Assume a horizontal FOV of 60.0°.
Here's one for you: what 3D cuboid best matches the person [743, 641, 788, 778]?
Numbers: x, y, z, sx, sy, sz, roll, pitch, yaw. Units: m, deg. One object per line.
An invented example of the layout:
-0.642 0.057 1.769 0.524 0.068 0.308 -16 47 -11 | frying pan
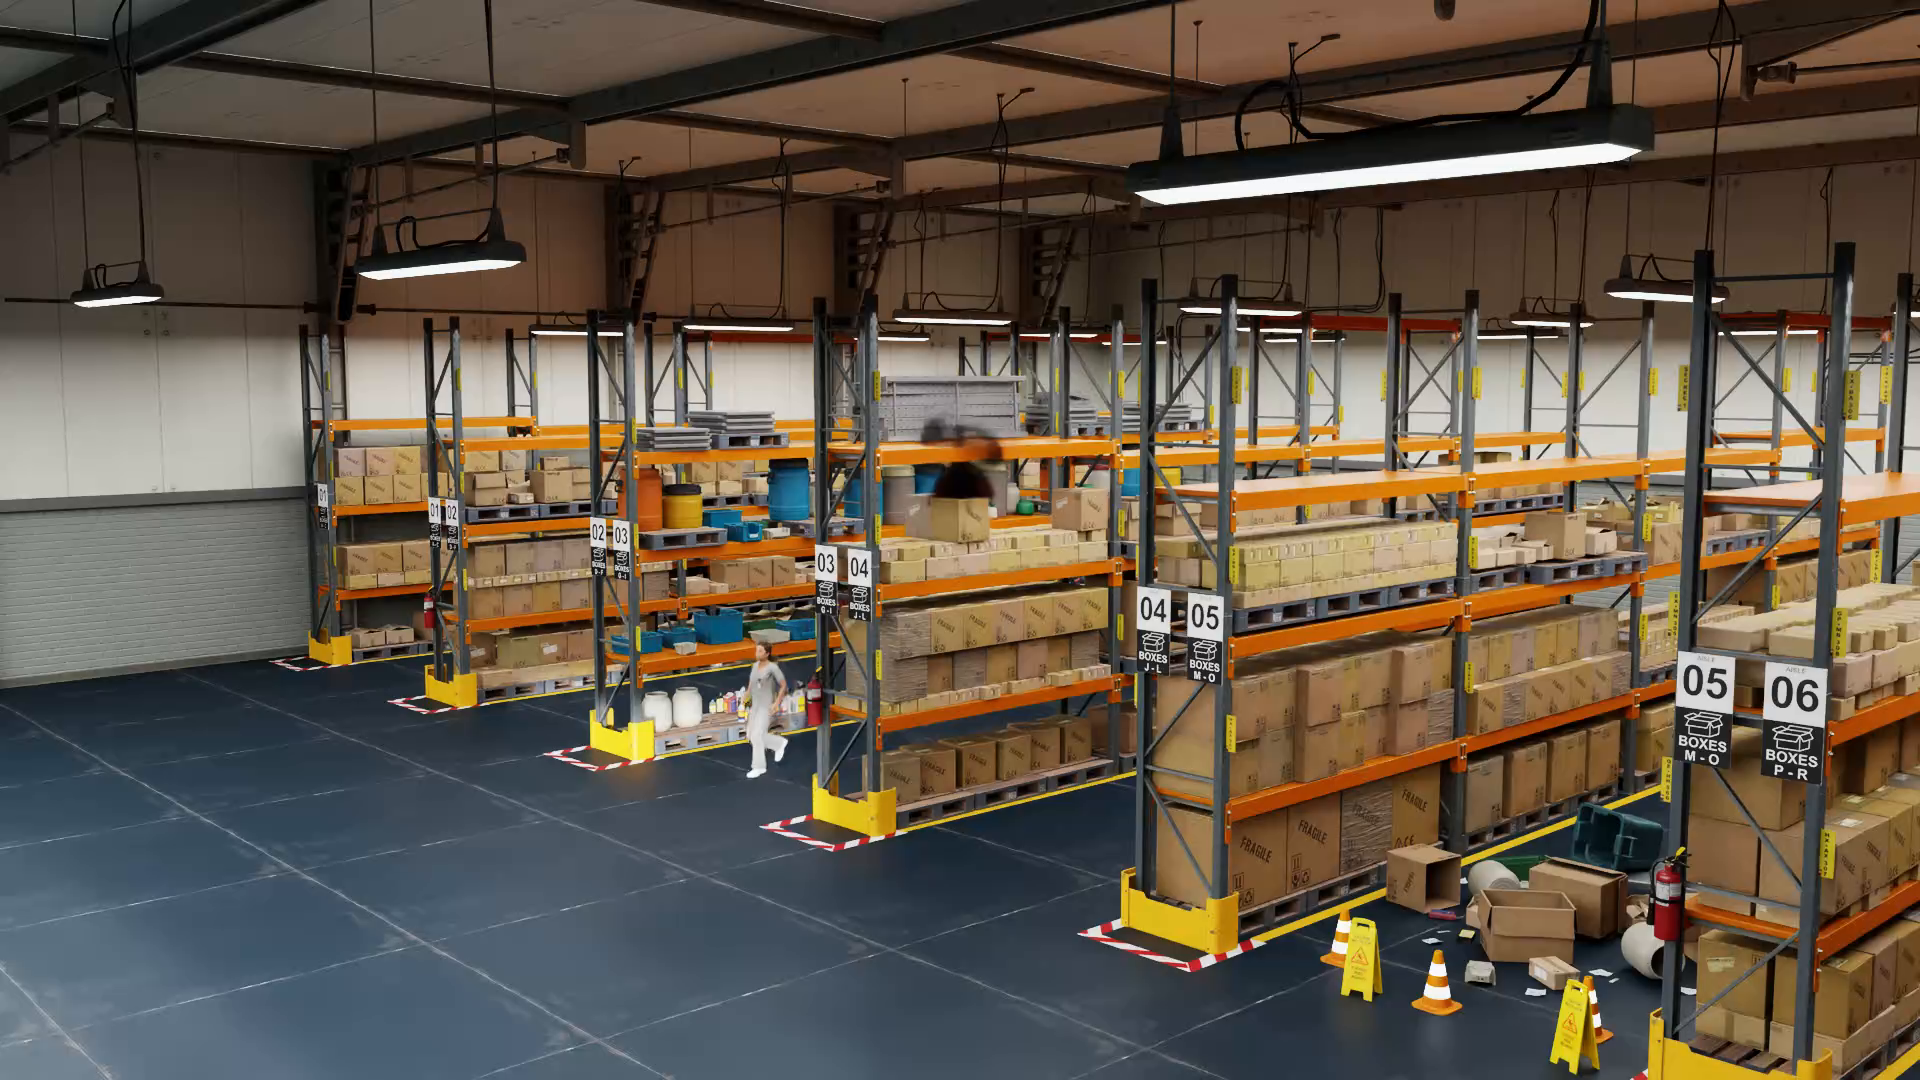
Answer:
-2.373 2.051 20.384 0.600 1.646 0.652 6 8 45 | person
